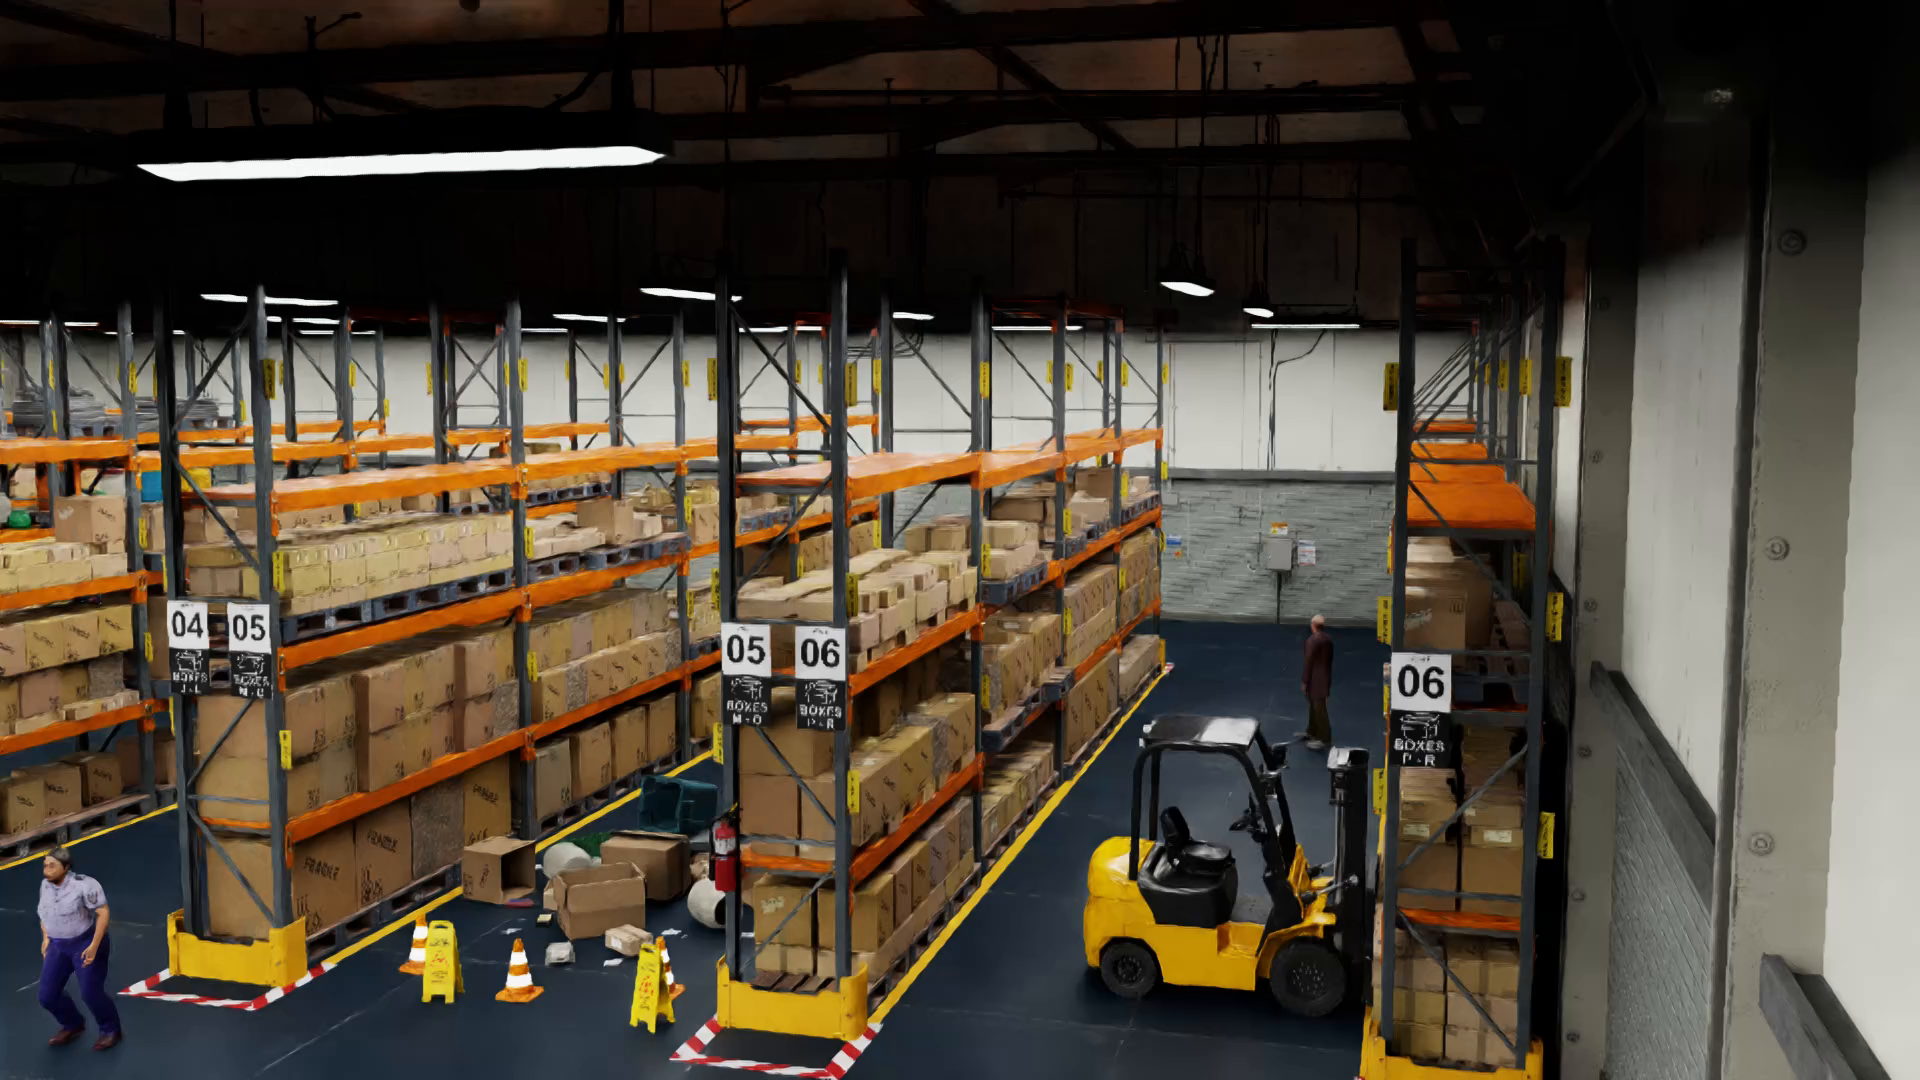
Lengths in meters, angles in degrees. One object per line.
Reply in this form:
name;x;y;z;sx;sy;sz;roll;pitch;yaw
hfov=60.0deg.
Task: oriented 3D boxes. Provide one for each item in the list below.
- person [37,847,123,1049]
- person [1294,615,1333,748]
person;-6.667;3.066;12.544;0.626;1.580;0.513;1;6;14
person;4.801;1.885;22.534;0.644;1.772;0.698;4;7;33
